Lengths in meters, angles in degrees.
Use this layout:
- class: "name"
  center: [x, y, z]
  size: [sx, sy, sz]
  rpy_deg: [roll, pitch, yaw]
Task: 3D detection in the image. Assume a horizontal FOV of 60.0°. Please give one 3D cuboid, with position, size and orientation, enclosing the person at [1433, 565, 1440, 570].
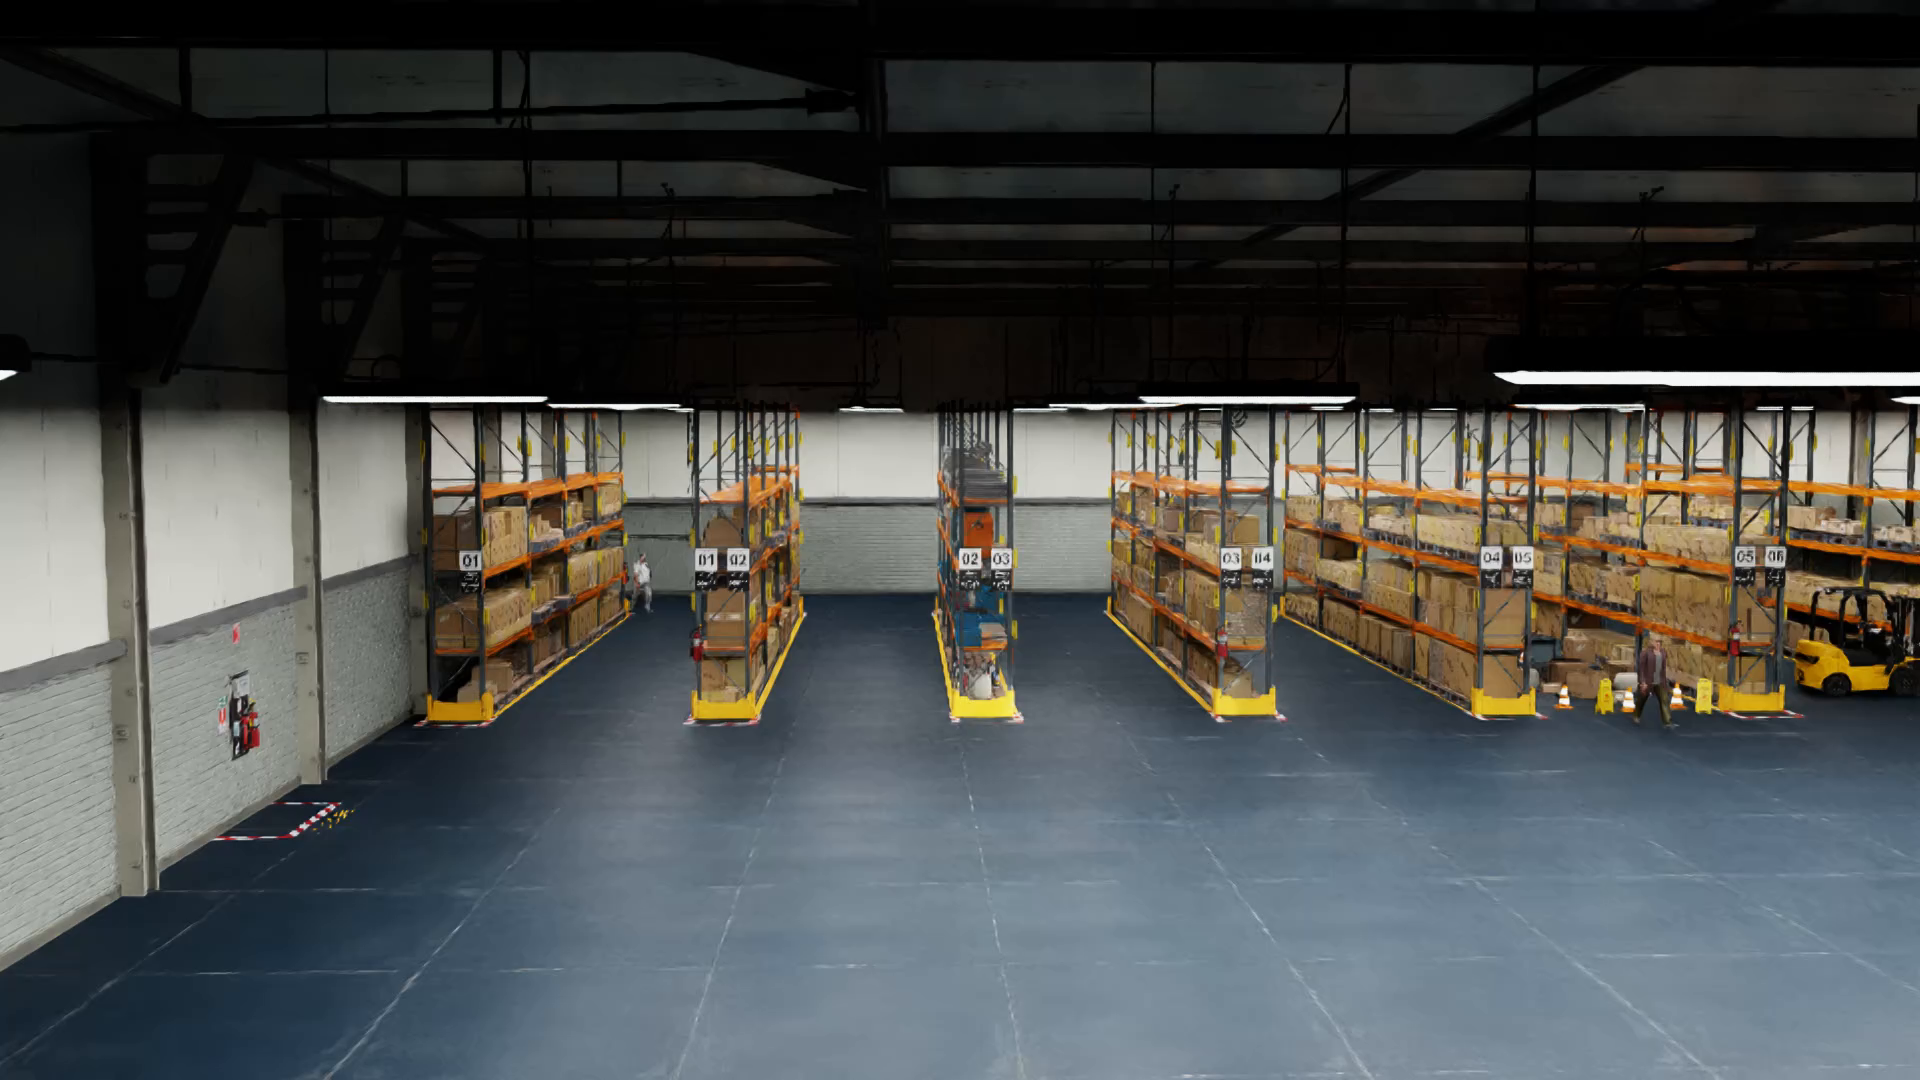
- class: "person"
  center: [12.772, 1.499, 44.675]
  size: [0.538, 1.645, 0.591]
  rpy_deg: [1, 5, 17]

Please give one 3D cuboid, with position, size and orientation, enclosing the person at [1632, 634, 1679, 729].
- class: "person"
  center: [12.625, 2.557, 30.265]
  size: [0.601, 1.698, 1.195]
  rpy_deg: [0, 4, -4]

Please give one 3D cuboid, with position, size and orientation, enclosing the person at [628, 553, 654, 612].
- class: "person"
  center: [-9.274, 1.215, 48.151]
  size: [0.715, 1.719, 0.620]
  rpy_deg: [4, 6, 41]
